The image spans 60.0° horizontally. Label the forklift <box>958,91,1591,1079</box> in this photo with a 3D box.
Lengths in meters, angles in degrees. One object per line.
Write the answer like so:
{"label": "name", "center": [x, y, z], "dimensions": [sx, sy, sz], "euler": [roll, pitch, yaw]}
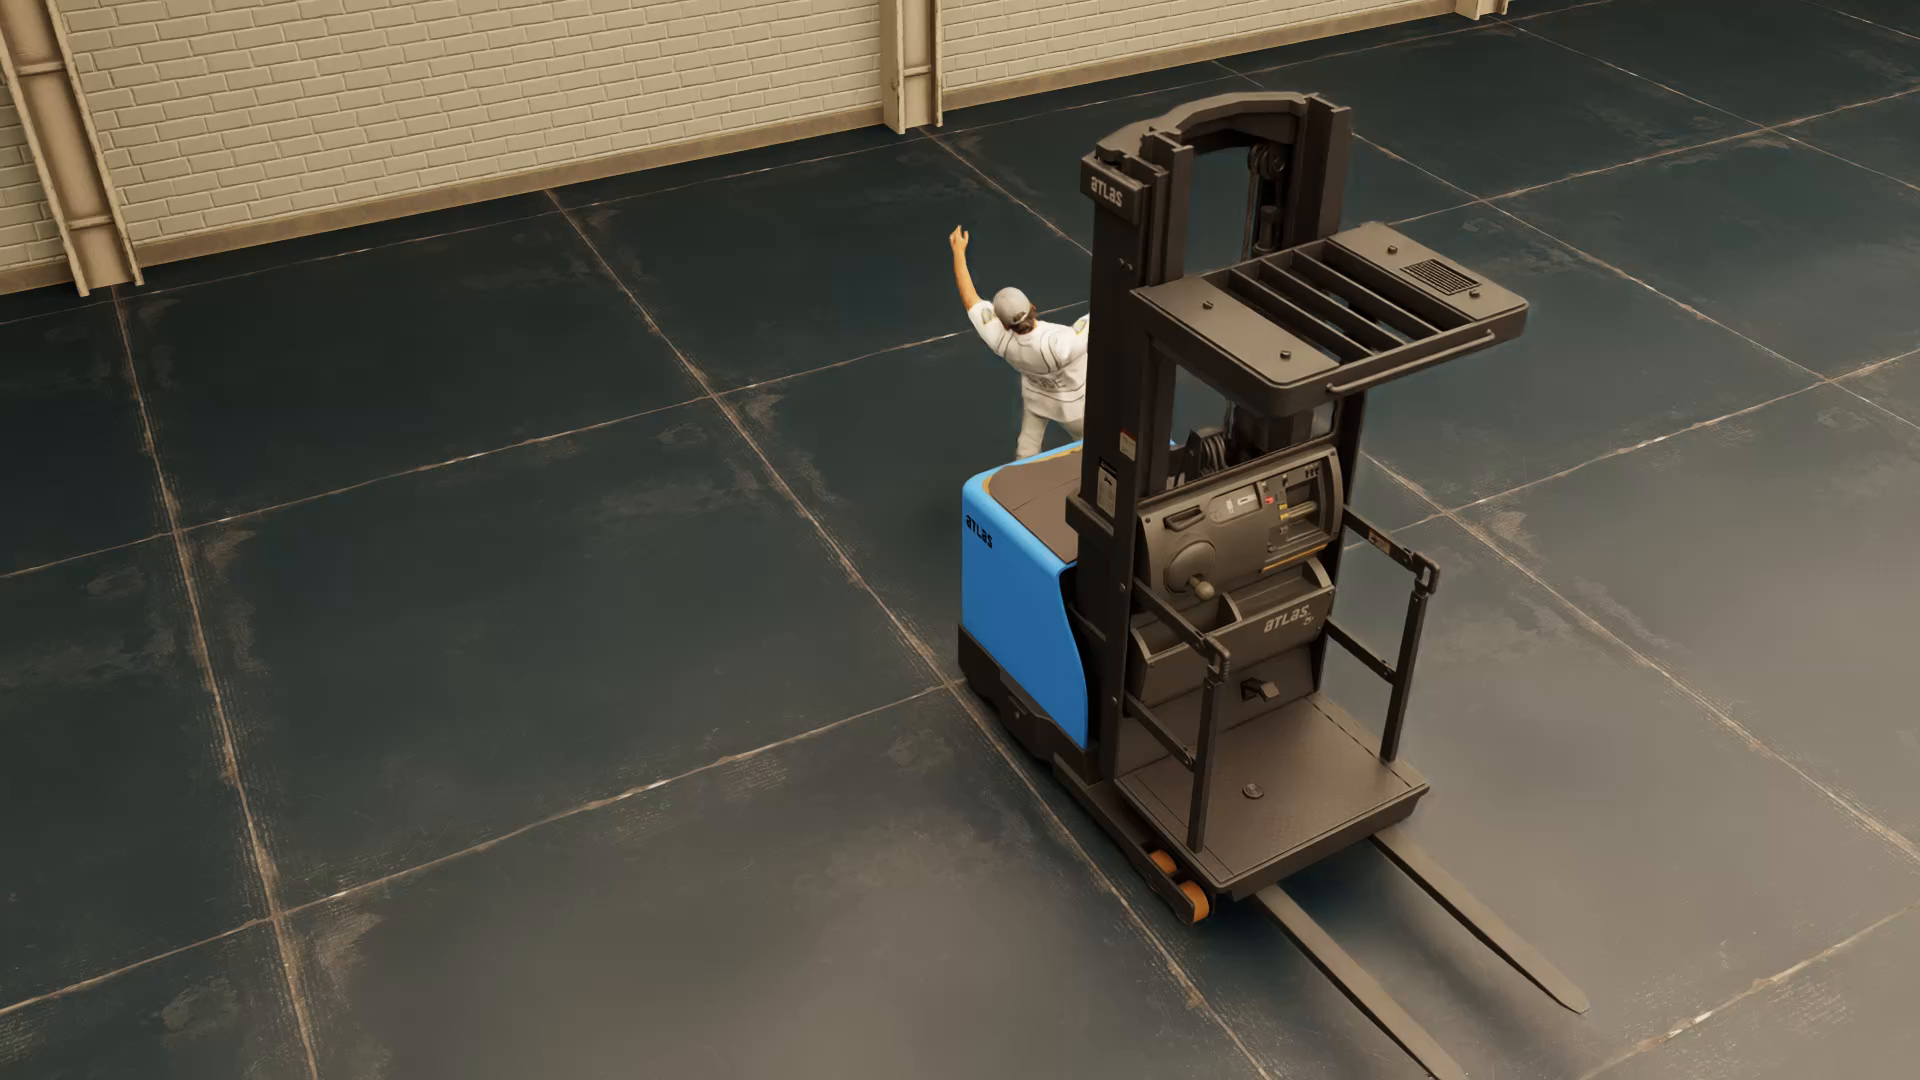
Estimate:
{"label": "forklift", "center": [1.183, 0.000, 6.123], "dimensions": [1.130, 2.935, 3.031], "euler": [-19, 40, -25]}

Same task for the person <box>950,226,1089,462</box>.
{"label": "person", "center": [0.372, -0.870, 8.564], "dimensions": [0.964, 1.579, 0.753], "euler": [25, 42, 31]}
